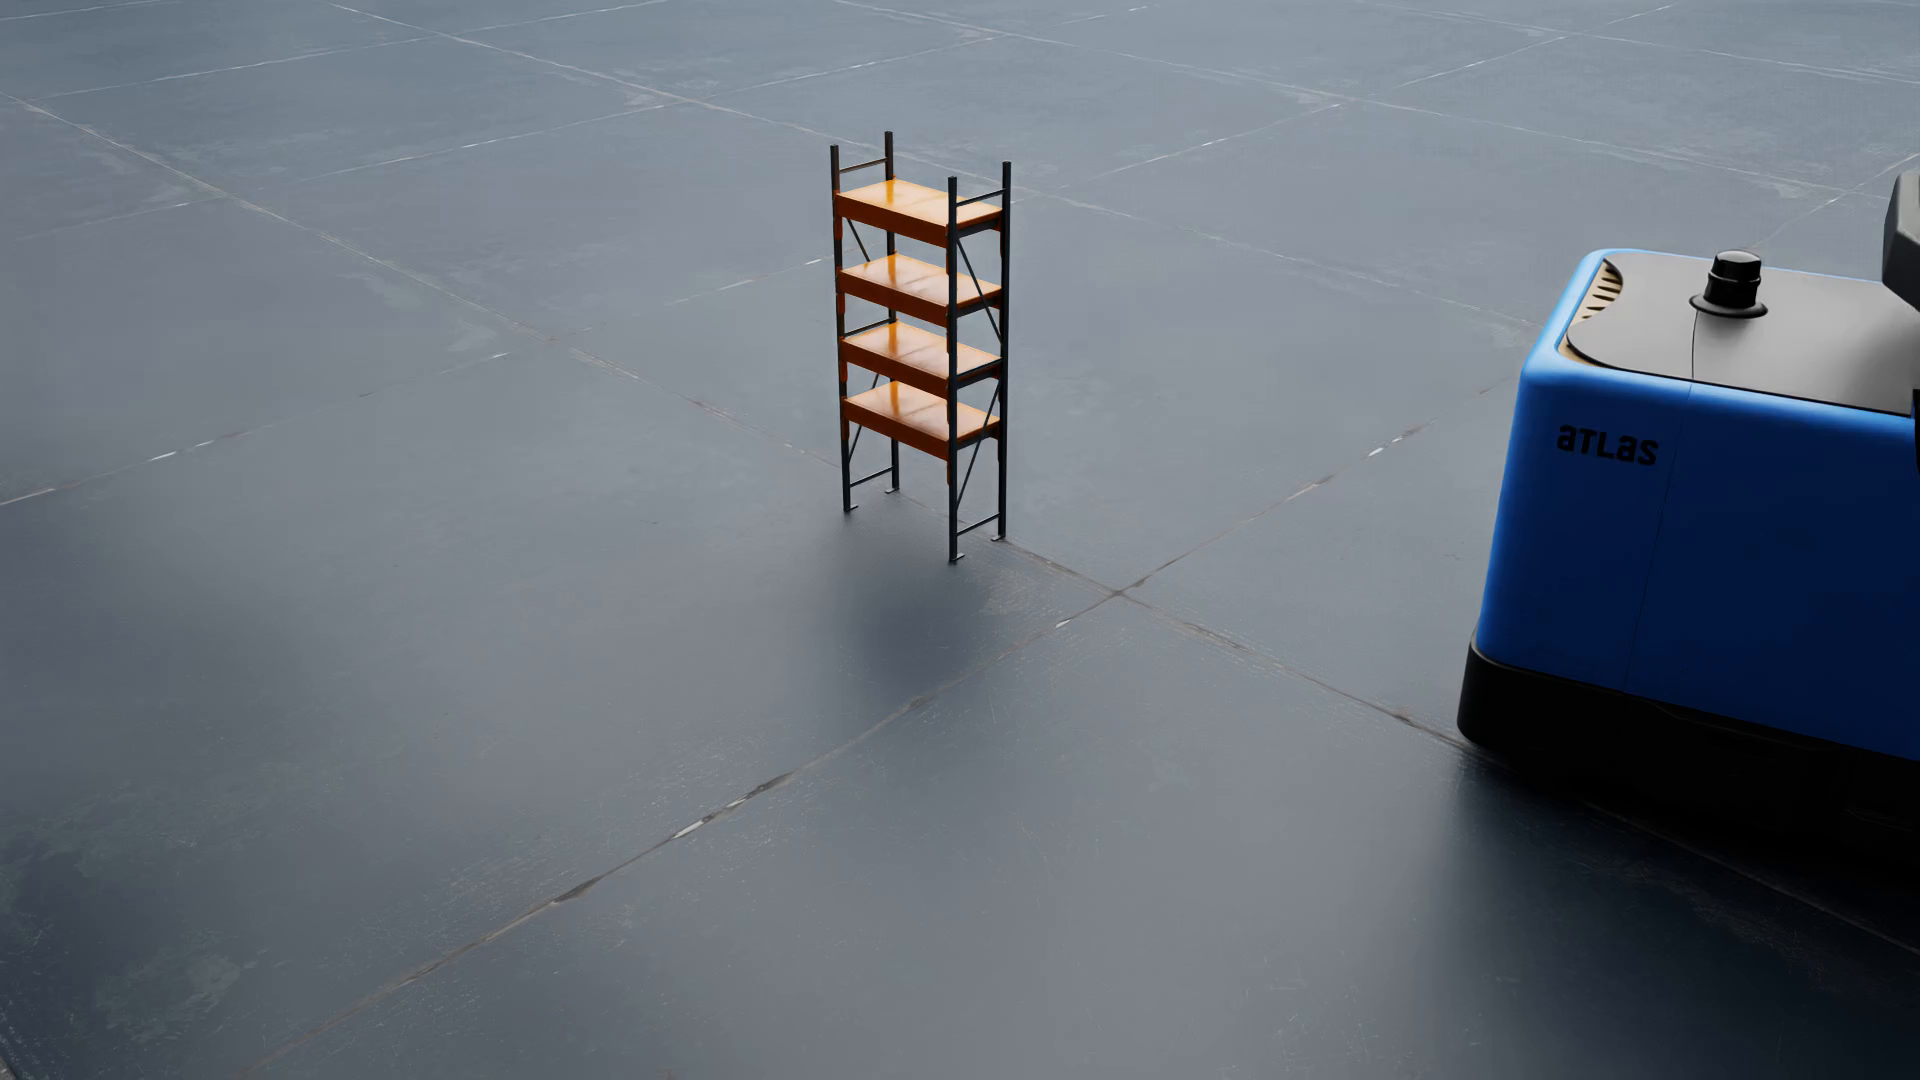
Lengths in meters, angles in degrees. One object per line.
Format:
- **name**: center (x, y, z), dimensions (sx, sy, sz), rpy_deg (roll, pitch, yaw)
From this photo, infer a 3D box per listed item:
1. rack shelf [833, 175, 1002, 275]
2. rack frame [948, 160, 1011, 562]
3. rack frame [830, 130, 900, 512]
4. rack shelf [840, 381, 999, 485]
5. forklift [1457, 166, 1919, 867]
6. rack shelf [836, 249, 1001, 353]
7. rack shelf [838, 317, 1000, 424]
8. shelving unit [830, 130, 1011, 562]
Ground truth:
- **rack shelf**: center (-0.118, -0.933, 4.891), dimensions (0.480, 0.148, 0.258), rpy_deg (25, 36, 38)
- **rack frame**: center (0.056, -0.505, 4.922), dimensions (0.015, 1.200, 0.240), rpy_deg (25, 36, 38)
- **rack frame**: center (-0.292, -0.665, 5.225), dimensions (0.015, 1.200, 0.240), rpy_deg (25, 36, 38)
- **rack shelf**: center (-0.118, -0.350, 5.197), dimensions (0.480, 0.148, 0.258), rpy_deg (25, 36, 38)
- **forklift**: center (2.807, -0.635, 3.308), dimensions (3.031, 2.935, 1.130), rpy_deg (13, 31, 24)
- **rack shelf**: center (-0.118, -0.724, 5.001), dimensions (0.480, 0.148, 0.258), rpy_deg (25, 36, 38)
- **rack shelf**: center (-0.118, -0.526, 5.105), dimensions (0.480, 0.148, 0.258), rpy_deg (25, 36, 38)
- **shelving unit**: center (-0.118, -0.585, 5.073), dimensions (0.503, 1.200, 0.258), rpy_deg (25, 36, 38)
